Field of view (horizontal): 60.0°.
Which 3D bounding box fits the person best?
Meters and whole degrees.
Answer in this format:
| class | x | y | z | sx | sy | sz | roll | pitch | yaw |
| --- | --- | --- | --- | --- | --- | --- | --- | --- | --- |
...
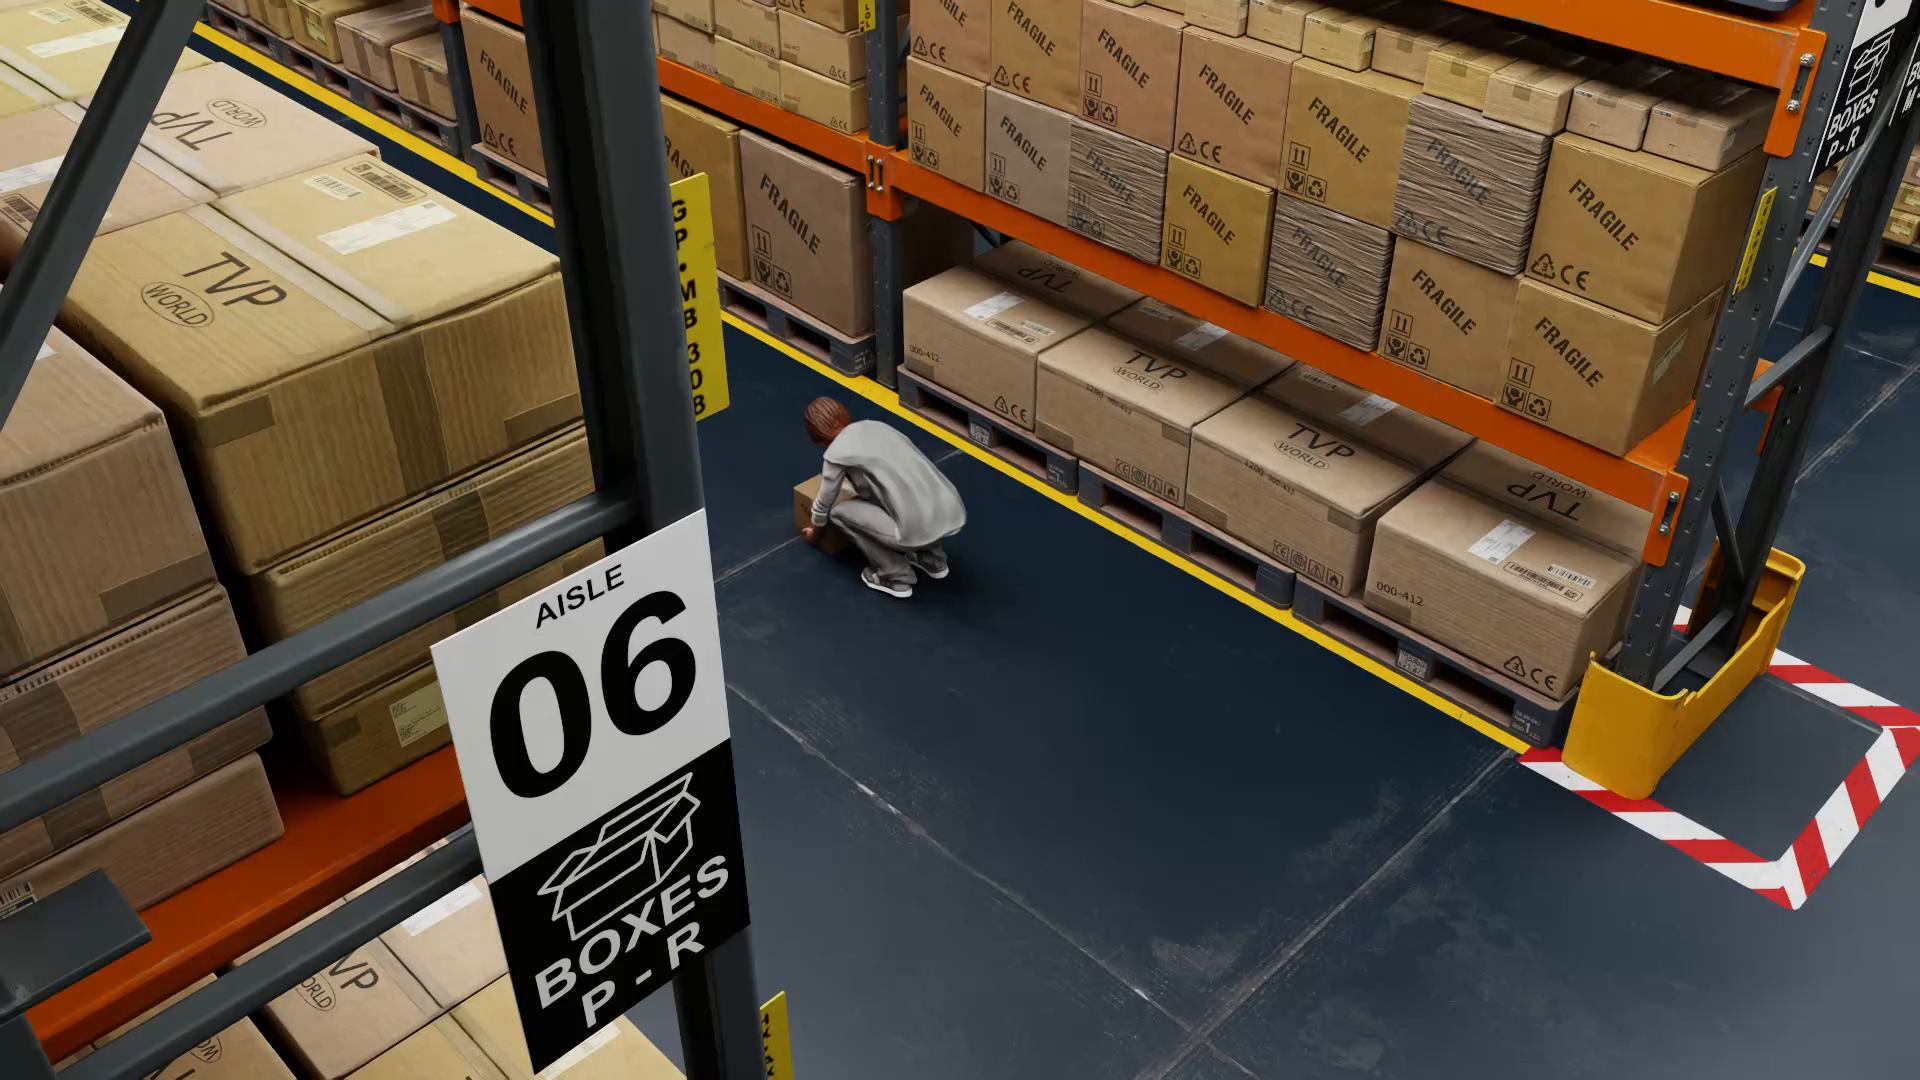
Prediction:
| class | x | y | z | sx | sy | sz | roll | pitch | yaw |
| --- | --- | --- | --- | --- | --- | --- | --- | --- | --- |
| person | -0.333 | -0.176 | 7.159 | 0.437 | 0.766 | 0.814 | -30 | 45 | -34 |
